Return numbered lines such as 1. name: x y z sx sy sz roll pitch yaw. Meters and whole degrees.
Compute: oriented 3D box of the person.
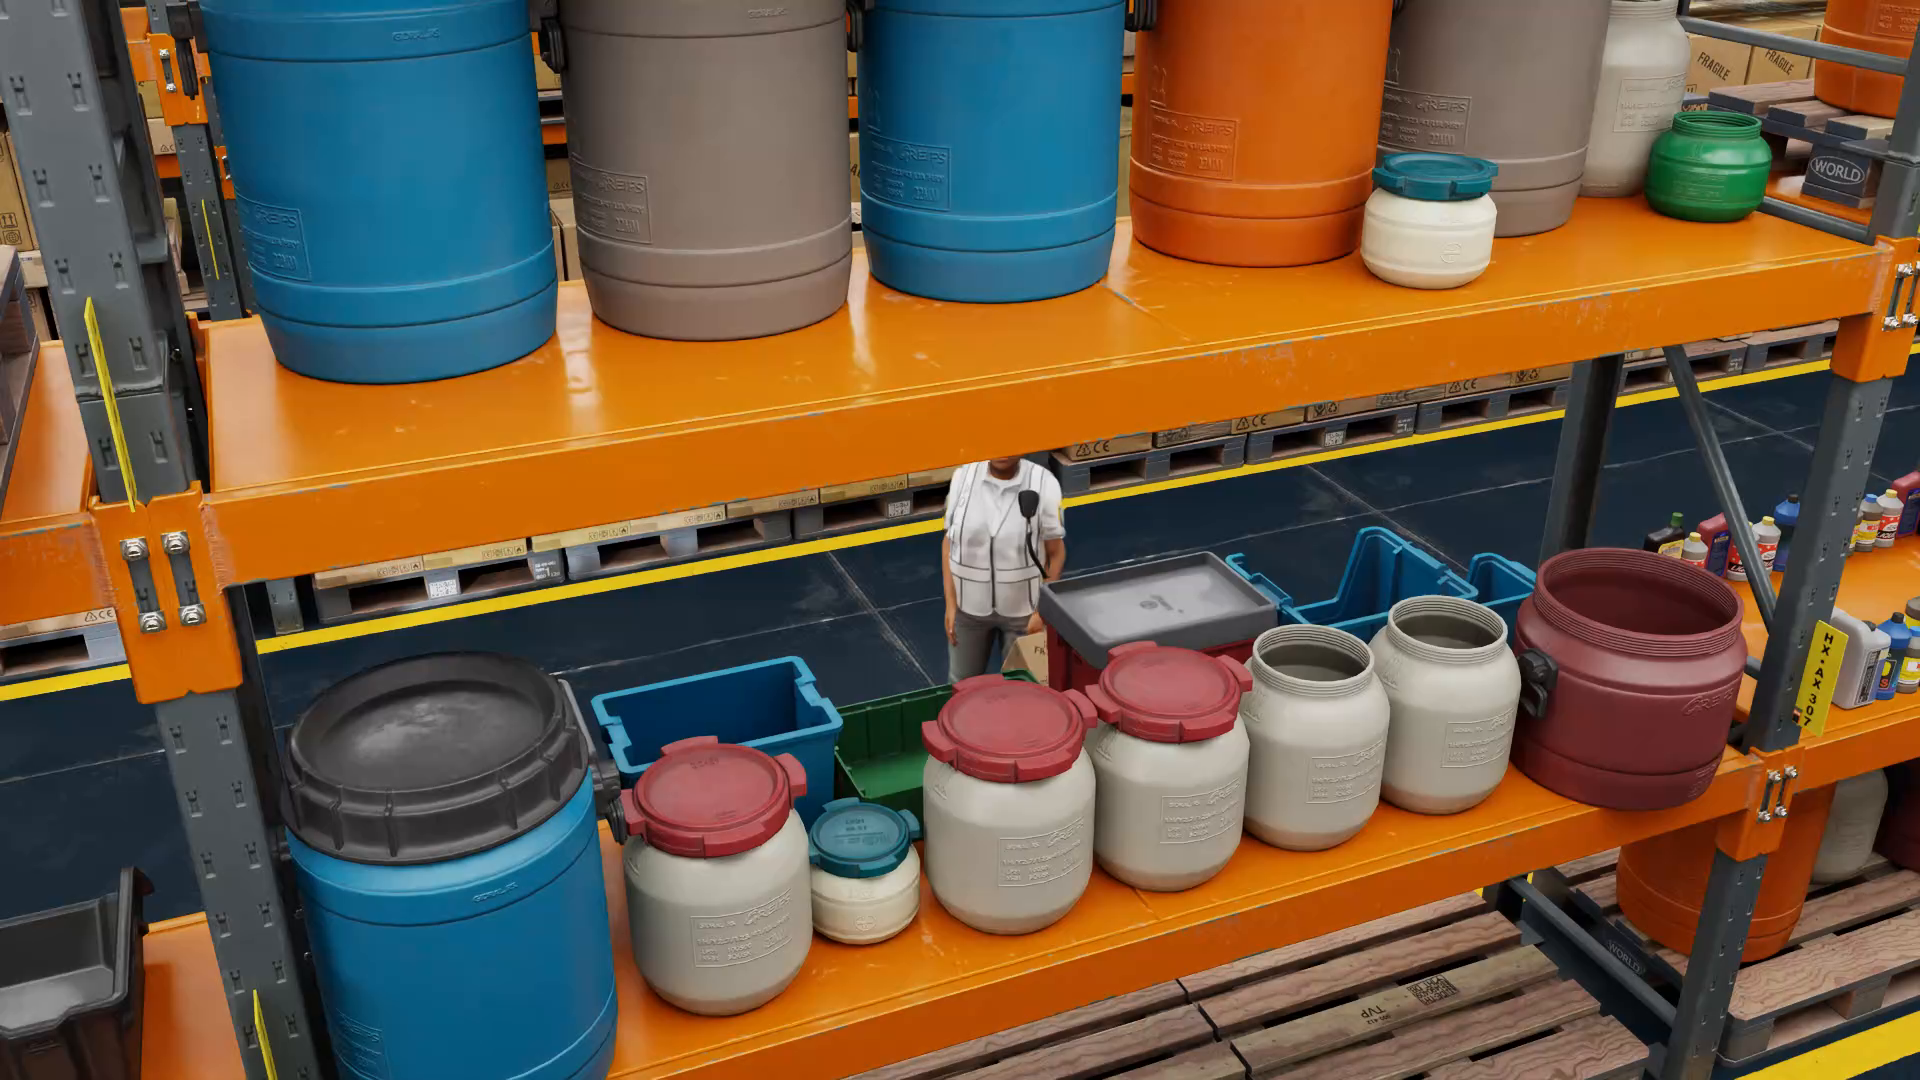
1. person: 0.166 0.276 6.528 0.483 1.675 0.447 4 26 7
